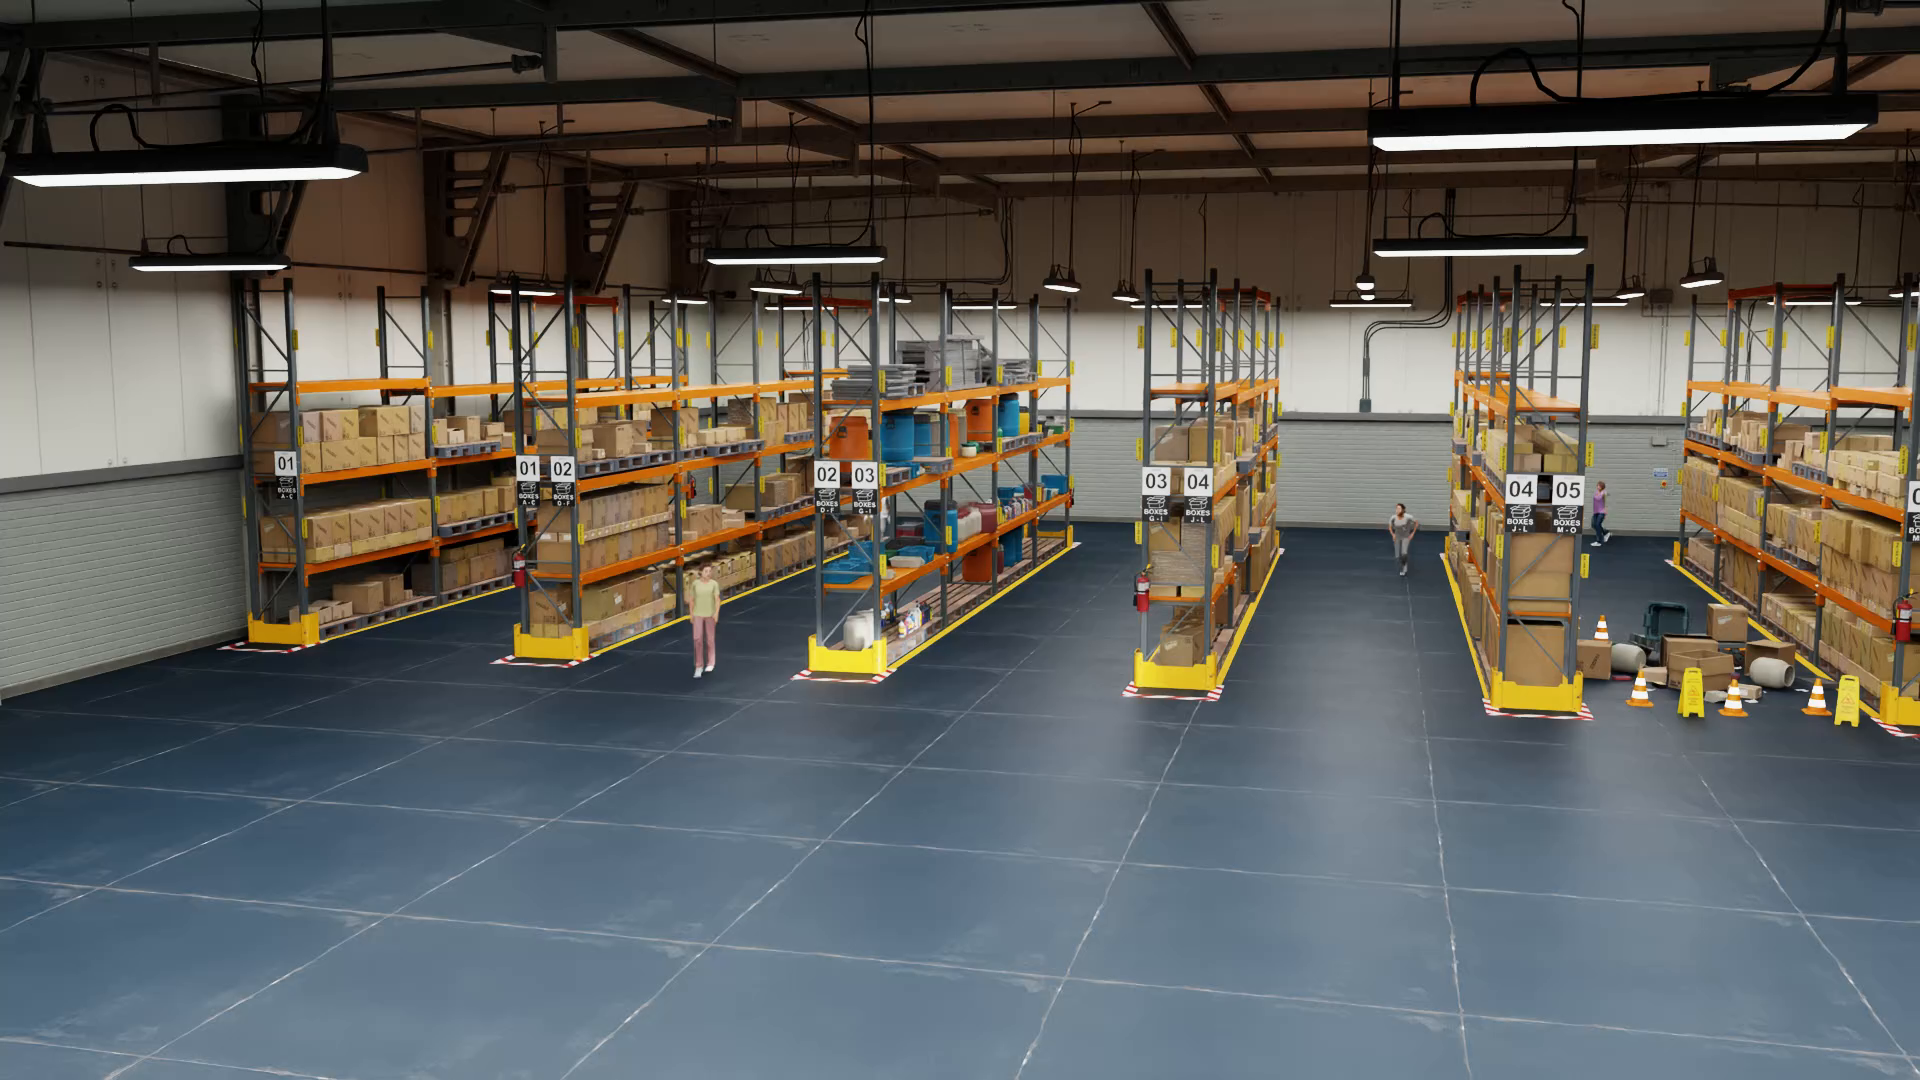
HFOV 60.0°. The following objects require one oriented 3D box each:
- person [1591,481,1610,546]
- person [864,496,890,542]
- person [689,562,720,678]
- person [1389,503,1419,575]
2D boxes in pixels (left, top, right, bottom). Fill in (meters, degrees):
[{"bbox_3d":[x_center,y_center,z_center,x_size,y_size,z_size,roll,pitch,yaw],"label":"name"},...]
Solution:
[{"bbox_3d":[15.630,-0.653,40.486,0.607,1.582,0.435,-2,7,-16],"label":"person"},{"bbox_3d":[-1.931,-0.519,38.745,0.569,1.721,1.069,2,7,17],"label":"person"},{"bbox_3d":[-3.833,1.191,25.018,0.466,1.687,0.690,-1,7,-10],"label":"person"},{"bbox_3d":[9.446,-0.017,35.415,0.608,1.574,0.684,3,8,24],"label":"person"}]
